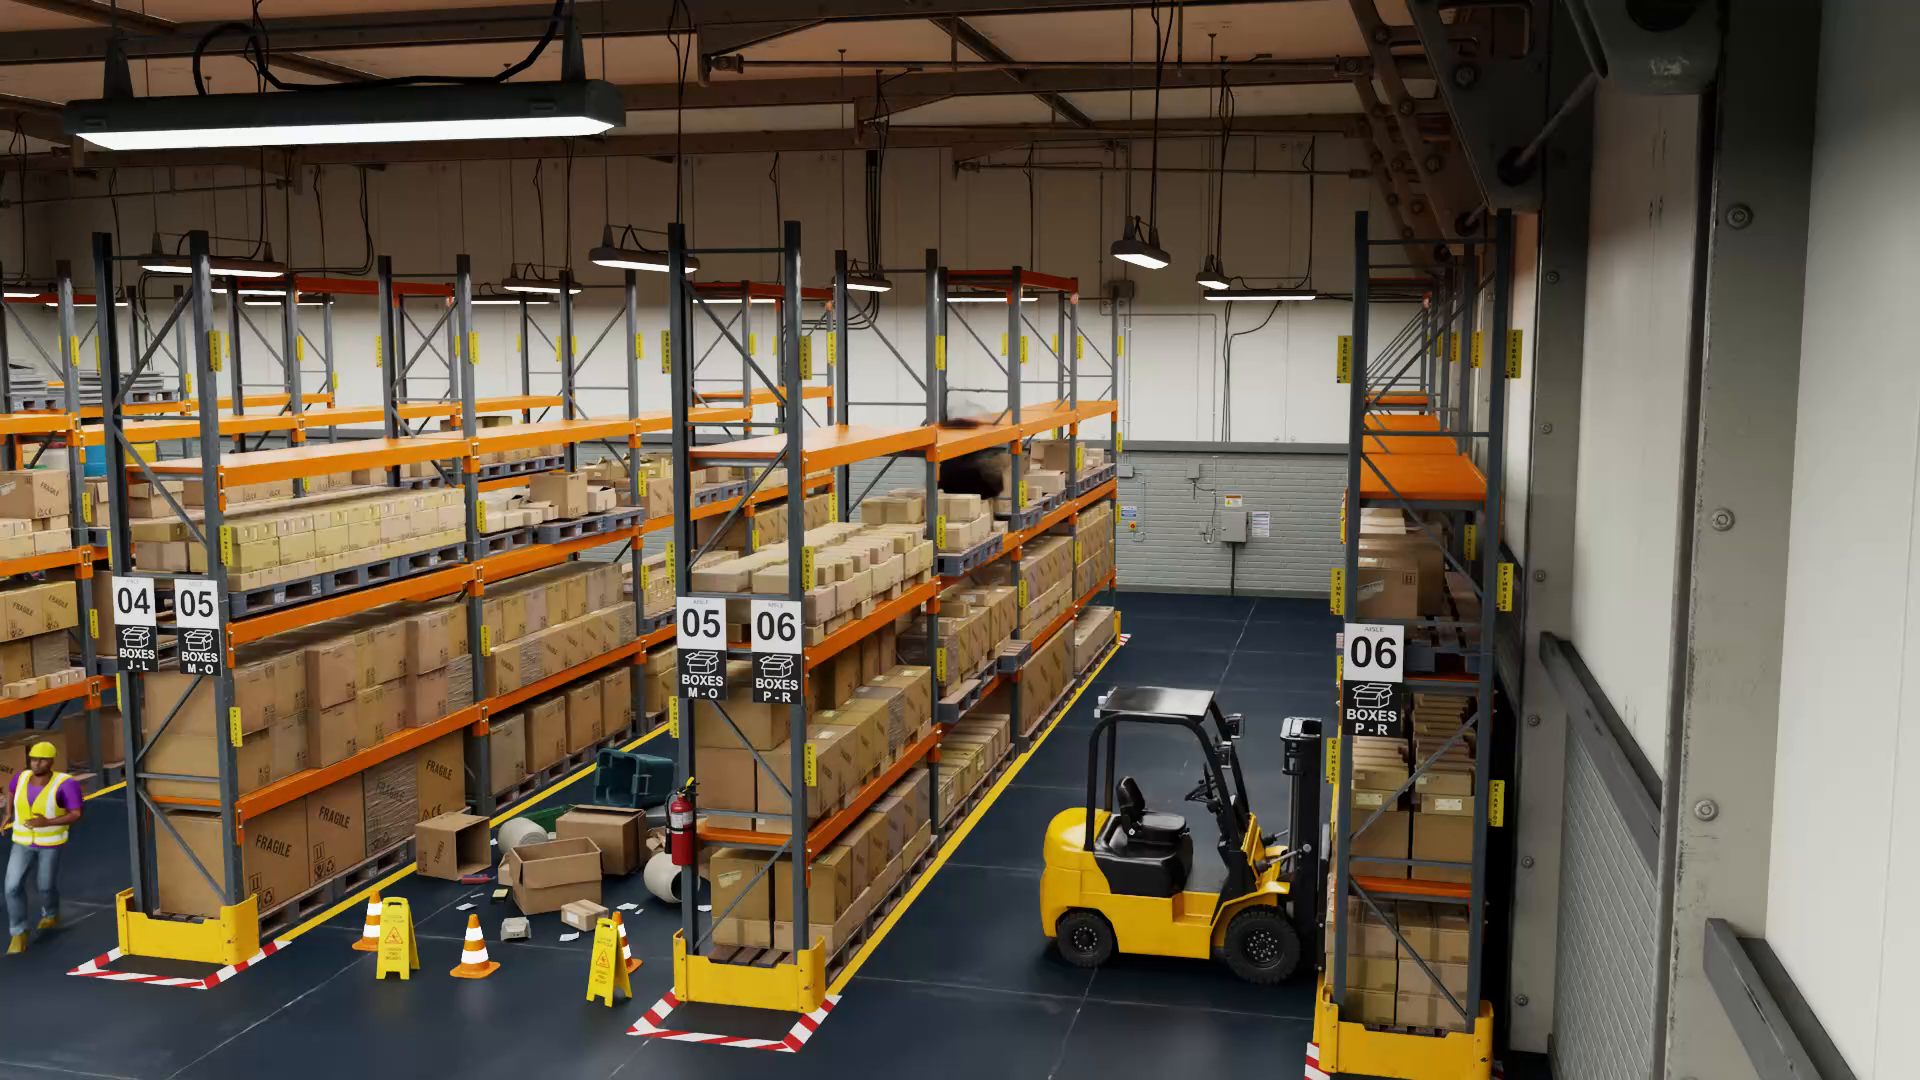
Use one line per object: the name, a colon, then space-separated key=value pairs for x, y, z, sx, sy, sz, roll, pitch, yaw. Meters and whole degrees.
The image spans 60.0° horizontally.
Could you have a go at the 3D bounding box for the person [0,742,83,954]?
person: x=-7.828 y=2.605 z=14.215 sx=0.697 sy=1.815 sz=0.707 roll=-1 pitch=7 yaw=-10
